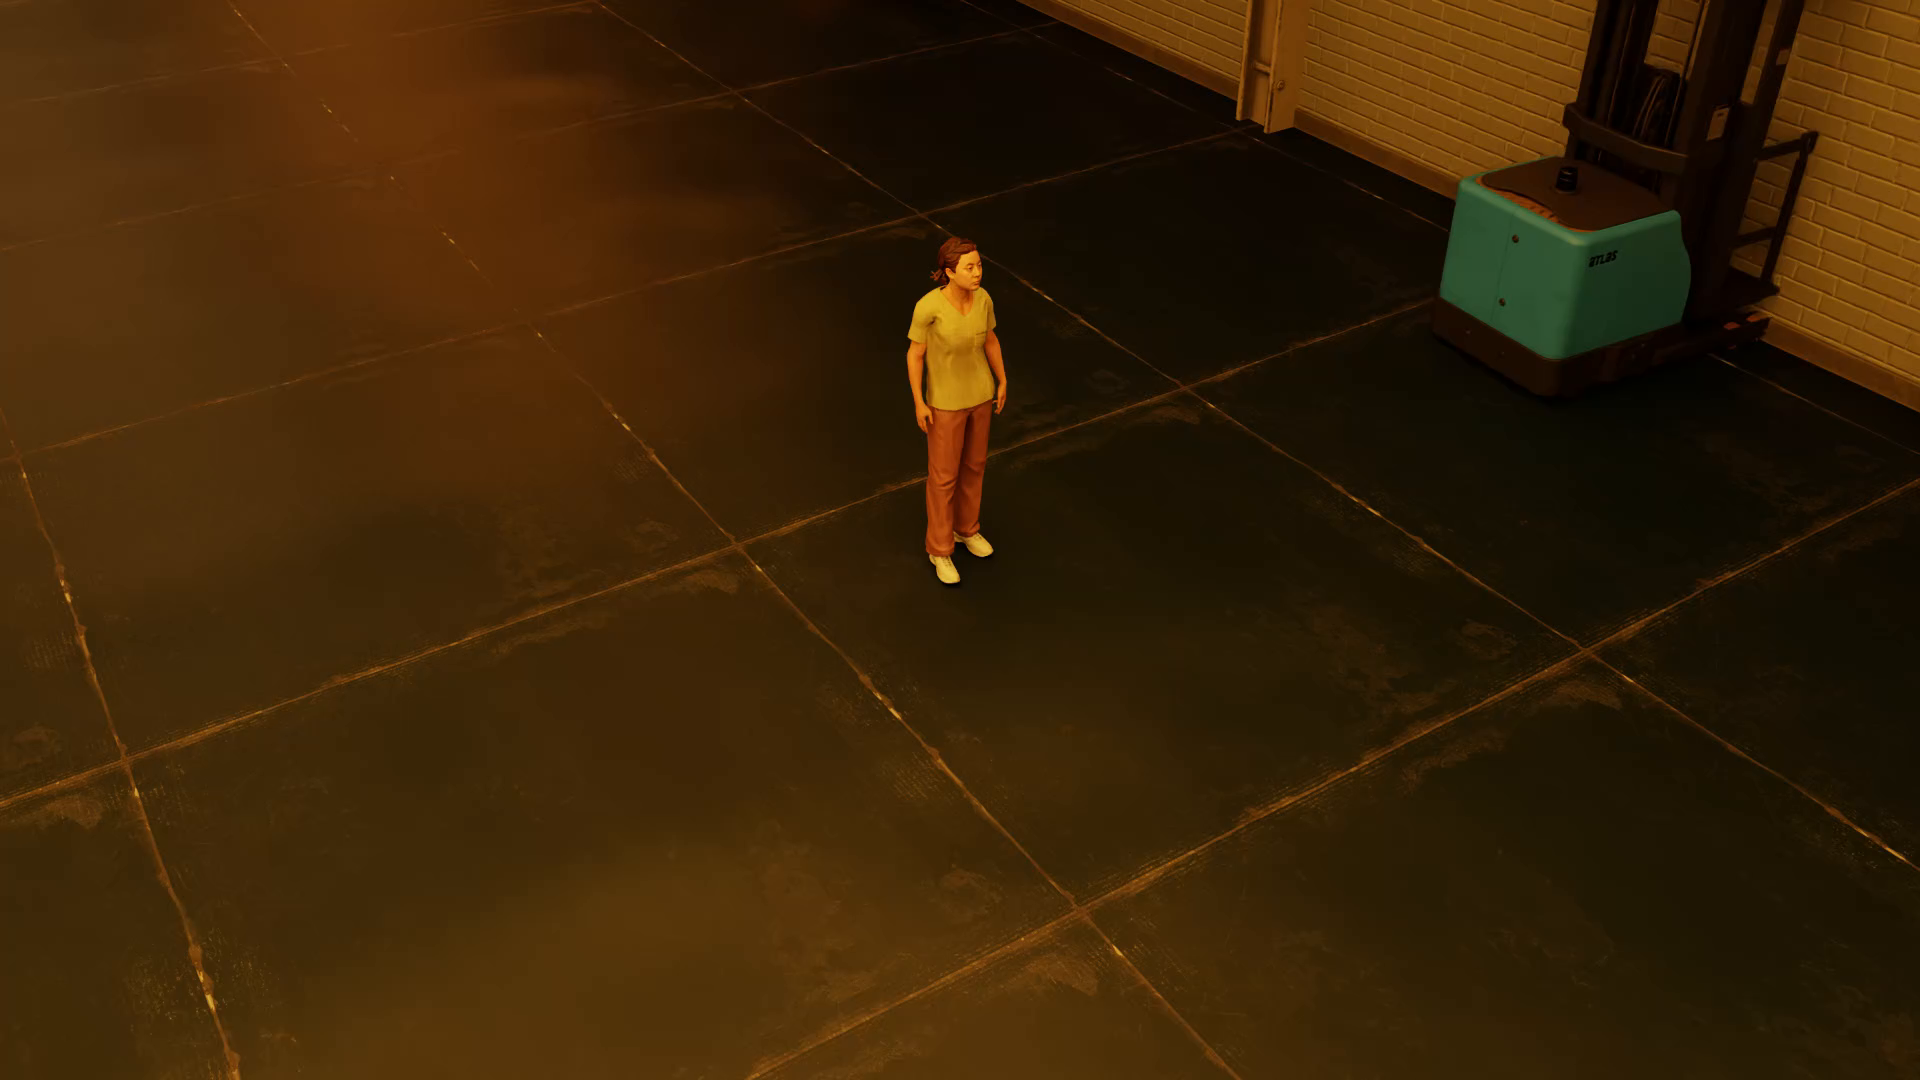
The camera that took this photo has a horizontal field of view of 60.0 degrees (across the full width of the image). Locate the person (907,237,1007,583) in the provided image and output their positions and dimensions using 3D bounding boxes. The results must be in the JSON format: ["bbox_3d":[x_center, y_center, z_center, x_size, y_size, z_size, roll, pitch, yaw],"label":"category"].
[{"bbox_3d":[0.030,-0.652,8.155,0.553,1.675,0.549,-21,40,-27],"label":"person"}]

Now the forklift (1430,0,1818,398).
[{"bbox_3d":[4.500,-2.641,9.906,3.031,2.935,1.130,-17,39,-23],"label":"forklift"}]
